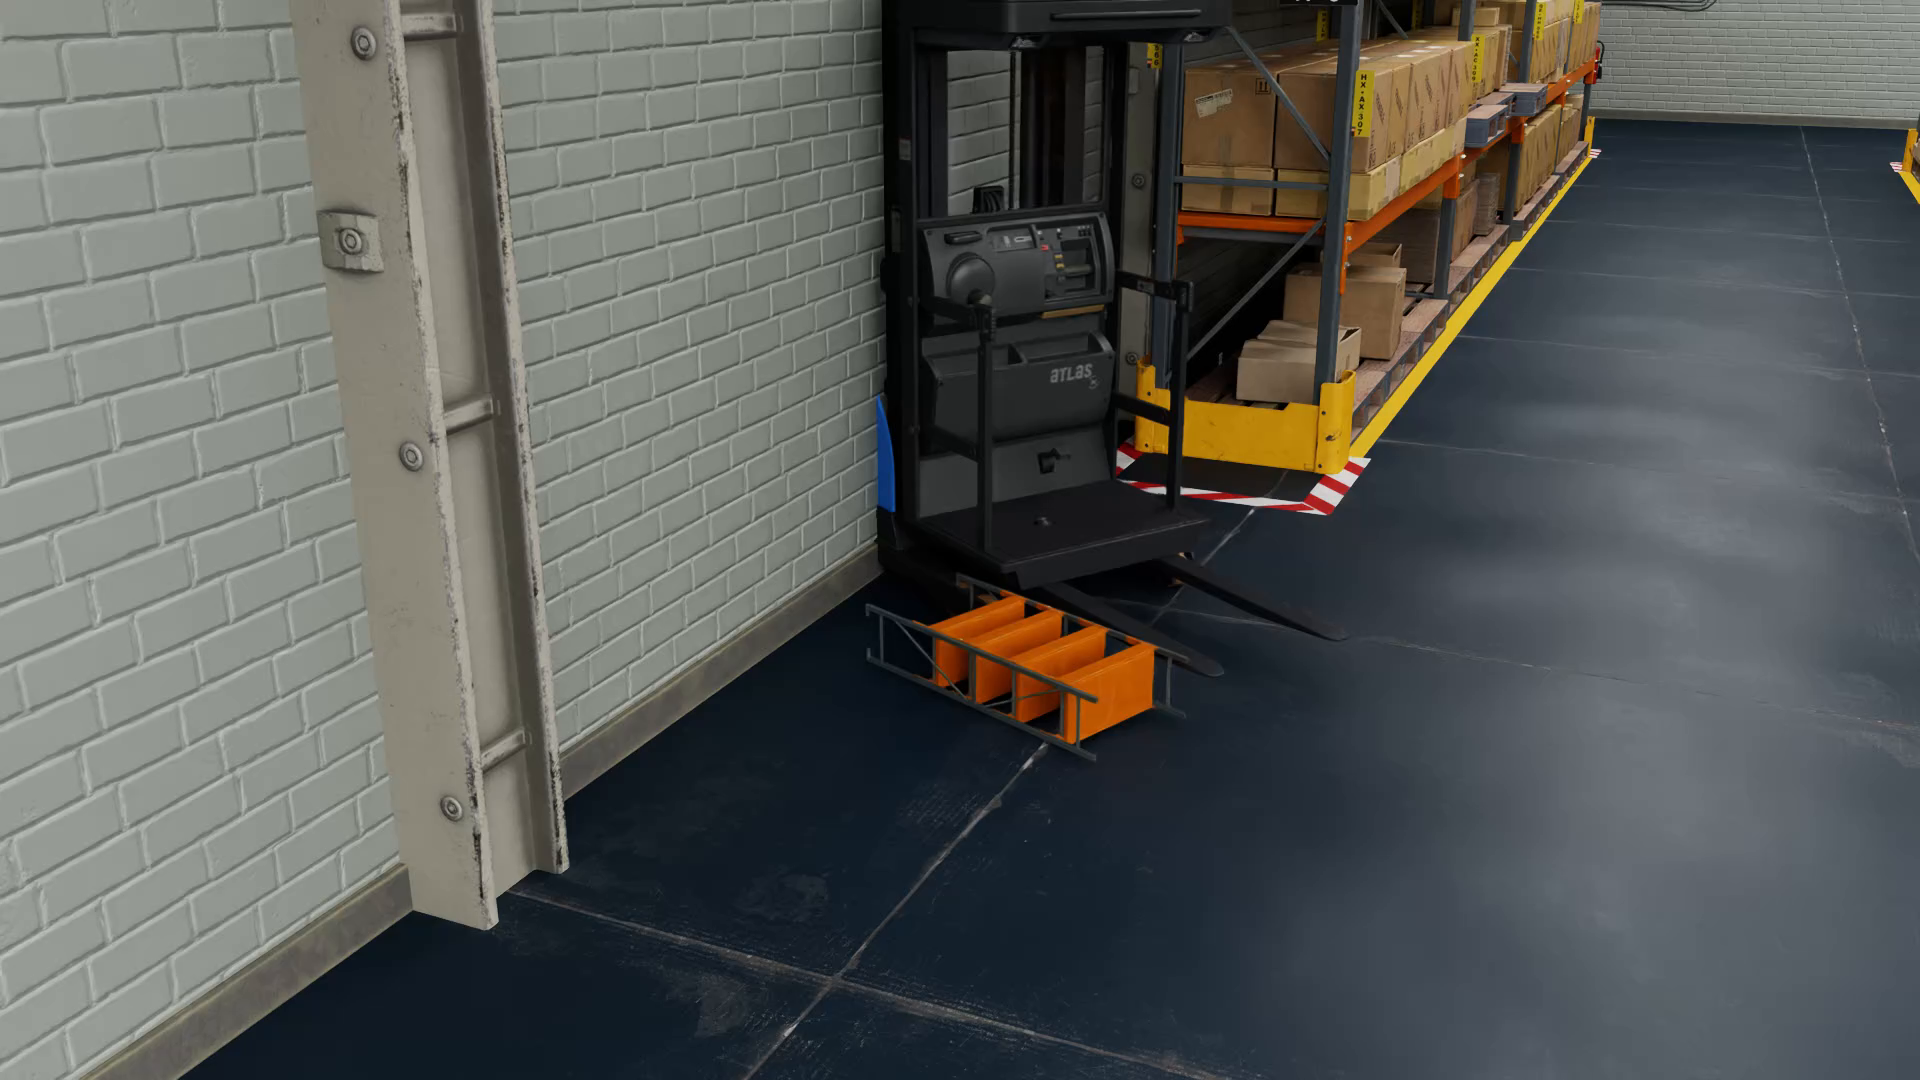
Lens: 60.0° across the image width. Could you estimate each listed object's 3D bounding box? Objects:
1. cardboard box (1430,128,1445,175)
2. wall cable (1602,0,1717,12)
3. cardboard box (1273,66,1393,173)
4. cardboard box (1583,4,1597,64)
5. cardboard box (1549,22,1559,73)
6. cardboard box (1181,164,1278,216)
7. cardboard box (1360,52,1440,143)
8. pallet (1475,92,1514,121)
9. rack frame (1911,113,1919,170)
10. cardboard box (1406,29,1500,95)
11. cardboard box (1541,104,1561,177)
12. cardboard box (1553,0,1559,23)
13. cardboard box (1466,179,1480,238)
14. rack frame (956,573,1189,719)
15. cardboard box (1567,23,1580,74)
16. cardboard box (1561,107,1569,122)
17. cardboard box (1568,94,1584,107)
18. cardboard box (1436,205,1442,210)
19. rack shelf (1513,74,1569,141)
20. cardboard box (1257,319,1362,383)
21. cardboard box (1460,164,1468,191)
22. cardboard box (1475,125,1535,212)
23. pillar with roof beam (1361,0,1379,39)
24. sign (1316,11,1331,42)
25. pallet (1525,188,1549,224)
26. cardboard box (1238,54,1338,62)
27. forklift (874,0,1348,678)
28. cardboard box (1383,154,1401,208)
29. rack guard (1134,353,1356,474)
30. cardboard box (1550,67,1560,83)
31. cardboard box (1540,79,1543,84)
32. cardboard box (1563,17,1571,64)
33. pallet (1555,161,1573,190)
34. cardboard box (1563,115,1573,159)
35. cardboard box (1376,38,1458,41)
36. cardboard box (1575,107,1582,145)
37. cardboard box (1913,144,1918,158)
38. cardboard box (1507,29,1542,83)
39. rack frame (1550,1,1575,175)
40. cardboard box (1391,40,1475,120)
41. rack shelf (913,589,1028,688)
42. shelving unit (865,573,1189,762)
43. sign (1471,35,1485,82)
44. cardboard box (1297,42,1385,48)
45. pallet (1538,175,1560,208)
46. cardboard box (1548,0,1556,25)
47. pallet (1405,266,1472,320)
[{"bbox_3d":[2.853,-2.537,10.820,0.500,0.250,0.500,8,21,22],"label":"cardboard box"},{"bbox_3d":[10.730,-9.804,26.740,3.097,2.526,0.112,9,21,23],"label":"wall cable"},{"bbox_3d":[2.005,-2.266,8.938,0.500,0.500,0.500,9,21,23],"label":"cardboard box"},{"bbox_3d":[7.600,-6.520,21.379,0.980,0.700,0.700,8,21,22],"label":"cardboard box"},{"bbox_3d":[5.877,-5.095,17.197,0.500,0.500,0.500,9,22,24],"label":"cardboard box"},{"bbox_3d":[1.550,-1.977,9.246,0.500,0.250,0.500,9,21,23],"label":"cardboard box"},{"bbox_3d":[2.635,-2.732,10.249,0.500,0.500,0.500,9,22,24],"label":"cardboard box"},{"bbox_3d":[4.038,-3.614,13.939,1.003,0.211,1.213,9,21,23],"label":"pallet"},{"bbox_3d":[12.608,-6.082,20.593,1.000,3.000,0.127,9,21,23],"label":"rack frame"},{"bbox_3d":[4.138,-4.040,14.047,0.700,0.500,0.500,9,21,23],"label":"cardboard box"},{"bbox_3d":[6.302,-4.506,18.744,0.750,0.750,0.750,9,21,23],"label":"cardboard box"},{"bbox_3d":[5.857,-5.443,17.054,0.500,0.250,0.500,8,21,22],"label":"cardboard box"},{"bbox_3d":[4.247,-2.975,14.933,0.700,0.500,0.500,9,21,23],"label":"cardboard box"},{"bbox_3d":[0.404,0.393,6.426,0.015,0.240,1.200,-18,26,-41],"label":"rack frame"},{"bbox_3d":[6.687,-5.842,19.472,0.980,0.700,0.700,9,21,24],"label":"cardboard box"},{"bbox_3d":[7.156,-5.157,20.130,0.380,0.149,0.250,9,22,25],"label":"cardboard box"},{"bbox_3d":[8.006,-5.794,21.920,0.380,0.149,0.250,8,21,22],"label":"cardboard box"},{"bbox_3d":[3.626,-2.514,13.634,0.700,0.500,0.500,8,21,22],"label":"cardboard box"},{"bbox_3d":[5.631,-4.587,17.464,1.077,0.370,4.000,9,21,23],"label":"rack shelf"},{"bbox_3d":[2.135,-1.183,10.175,0.500,0.311,0.500,11,22,27],"label":"cardboard box"},{"bbox_3d":[4.068,-3.147,14.295,0.500,0.250,0.500,8,21,22],"label":"cardboard box"},{"bbox_3d":[5.232,-3.706,16.496,0.750,0.750,0.750,8,21,22],"label":"cardboard box"},{"bbox_3d":[7.418,-6.272,12.175,9.100,9.000,0.400,9,21,23],"label":"pillar with roof beam"},{"bbox_3d":[2.666,-3.712,12.203,0.100,0.325,0.005,9,21,23],"label":"sign"},{"bbox_3d":[5.704,-3.603,17.785,1.003,0.211,1.213,9,21,23],"label":"pallet"},{"bbox_3d":[1.958,-2.646,10.006,0.500,0.500,0.500,8,21,21],"label":"cardboard box"},{"bbox_3d":[0.374,-1.172,6.891,1.130,2.935,3.031,-12,23,-30],"label":"forklift"},{"bbox_3d":[2.225,-2.074,9.518,0.500,0.250,0.500,8,21,21],"label":"cardboard box"},{"bbox_3d":[1.567,-0.715,9.232,1.175,0.500,0.348,9,21,23],"label":"rack guard"},{"bbox_3d":[6.286,-5.044,18.021,0.380,0.149,0.250,9,21,23],"label":"cardboard box"},{"bbox_3d":[5.890,-4.824,17.403,0.380,0.149,0.250,9,22,24],"label":"cardboard box"},{"bbox_3d":[6.491,-5.558,18.499,0.500,0.500,0.500,8,21,22],"label":"cardboard box"},{"bbox_3d":[6.832,-4.445,20.153,1.003,0.211,1.213,9,21,23],"label":"pallet"},{"bbox_3d":[7.270,-5.082,20.885,0.700,0.500,0.500,9,22,24],"label":"cardboard box"},{"bbox_3d":[3.413,-3.497,12.520,0.700,0.500,0.500,9,21,23],"label":"cardboard box"},{"bbox_3d":[7.892,-5.553,22.209,0.700,0.500,0.500,9,21,23],"label":"cardboard box"},{"bbox_3d":[12.021,-4.797,20.552,0.380,0.166,0.250,9,21,23],"label":"cardboard box"},{"bbox_3d":[5.244,-4.625,15.873,0.500,0.500,0.500,9,22,24],"label":"cardboard box"},{"bbox_3d":[6.450,-5.537,19.063,1.000,3.000,0.127,9,21,23],"label":"rack frame"},{"bbox_3d":[3.262,-3.197,11.557,0.500,0.500,0.500,8,21,23],"label":"cardboard box"},{"bbox_3d":[0.044,0.385,6.447,0.480,0.258,0.148,-18,26,-41],"label":"rack shelf"},{"bbox_3d":[0.228,0.449,6.267,0.503,0.258,1.200,-18,26,-41],"label":"shelving unit"},{"bbox_3d":[3.672,-3.428,11.838,0.100,0.325,0.005,9,21,23],"label":"sign"},{"bbox_3d":[2.575,-3.111,11.316,0.500,0.500,0.500,8,21,22],"label":"cardboard box"},{"bbox_3d":[6.202,-3.977,18.838,1.003,0.211,1.213,9,21,23],"label":"pallet"},{"bbox_3d":[5.653,-5.286,16.613,0.500,0.250,0.500,9,21,23],"label":"cardboard box"},{"bbox_3d":[3.491,-2.016,13.323,1.003,0.211,1.213,9,21,23],"label":"pallet"}]
